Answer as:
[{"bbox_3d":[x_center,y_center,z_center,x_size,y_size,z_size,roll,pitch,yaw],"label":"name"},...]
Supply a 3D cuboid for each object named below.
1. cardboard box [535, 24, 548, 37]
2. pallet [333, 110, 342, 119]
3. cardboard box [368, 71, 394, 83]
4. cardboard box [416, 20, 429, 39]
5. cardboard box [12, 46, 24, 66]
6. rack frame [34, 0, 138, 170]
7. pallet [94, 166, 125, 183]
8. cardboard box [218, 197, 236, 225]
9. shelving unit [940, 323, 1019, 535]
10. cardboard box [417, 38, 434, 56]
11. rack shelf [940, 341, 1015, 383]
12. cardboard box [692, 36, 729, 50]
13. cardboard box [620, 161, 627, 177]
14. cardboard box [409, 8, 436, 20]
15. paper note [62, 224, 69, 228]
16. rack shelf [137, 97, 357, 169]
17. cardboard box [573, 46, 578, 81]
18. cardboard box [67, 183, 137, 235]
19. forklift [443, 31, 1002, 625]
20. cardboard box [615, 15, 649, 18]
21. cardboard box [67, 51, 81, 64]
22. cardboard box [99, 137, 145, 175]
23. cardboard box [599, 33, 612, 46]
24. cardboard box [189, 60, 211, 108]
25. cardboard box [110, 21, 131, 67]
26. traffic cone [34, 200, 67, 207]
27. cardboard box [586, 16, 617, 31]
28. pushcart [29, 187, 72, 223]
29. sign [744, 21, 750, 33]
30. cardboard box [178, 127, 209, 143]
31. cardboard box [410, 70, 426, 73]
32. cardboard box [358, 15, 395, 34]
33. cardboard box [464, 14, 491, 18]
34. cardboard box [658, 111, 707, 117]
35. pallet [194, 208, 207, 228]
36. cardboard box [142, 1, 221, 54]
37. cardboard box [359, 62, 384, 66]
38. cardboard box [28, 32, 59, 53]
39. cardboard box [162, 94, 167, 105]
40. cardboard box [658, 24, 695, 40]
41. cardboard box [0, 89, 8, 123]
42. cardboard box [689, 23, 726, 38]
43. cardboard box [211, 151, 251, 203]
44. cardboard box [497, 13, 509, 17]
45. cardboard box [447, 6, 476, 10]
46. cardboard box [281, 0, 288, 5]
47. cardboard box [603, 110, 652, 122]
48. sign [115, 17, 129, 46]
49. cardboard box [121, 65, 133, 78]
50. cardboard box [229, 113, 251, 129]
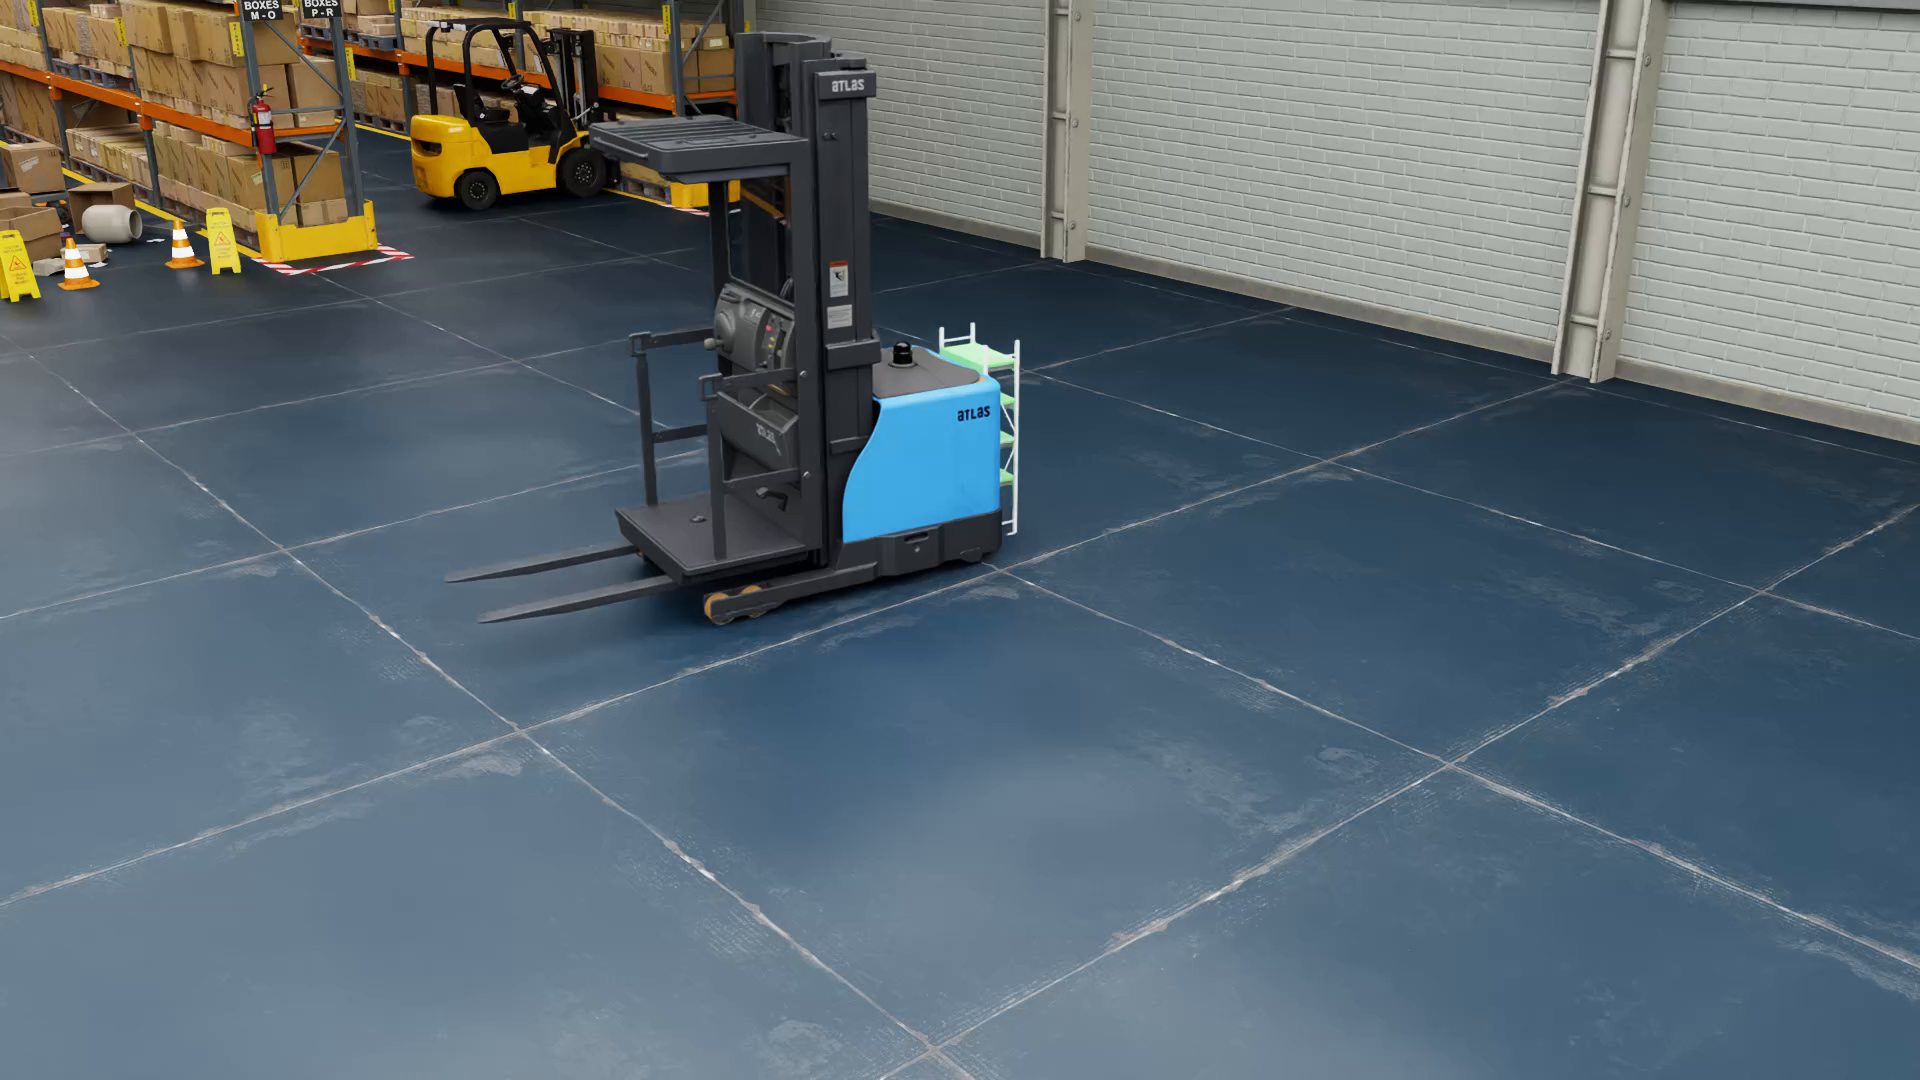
[{"bbox_3d":[-5.481,-6.867,22.377,0.380,0.149,0.250,-17,27,-36],"label":"cardboard box"},{"bbox_3d":[-10.322,-7.436,28.681,1.003,0.211,1.213,-17,27,-37],"label":"pallet"},{"bbox_3d":[-9.426,-7.559,27.133,0.380,0.149,0.250,-18,28,-38],"label":"cardboard box"},{"bbox_3d":[-7.840,-7.689,25.022,0.500,0.250,0.500,-16,27,-36],"label":"cardboard box"},{"bbox_3d":[-13.217,-6.951,23.824,0.500,0.250,0.500,-18,28,-38],"label":"cardboard box"},{"bbox_3d":[-12.029,-6.663,22.882,1.000,3.000,0.127,-17,27,-37],"label":"rack frame"},{"bbox_3d":[-10.727,-4.811,21.978,1.003,0.211,1.213,-17,27,-37],"label":"pallet"},{"bbox_3d":[-7.870,-3.672,18.441,0.500,0.250,0.500,-17,27,-37],"label":"cardboard box"},{"bbox_3d":[0.112,-0.654,10.010,0.258,1.200,0.503,-13,25,-29],"label":"shelving unit"},{"bbox_3d":[-7.842,-7.455,25.110,0.500,0.250,0.500,-18,28,-39],"label":"cardboard box"},{"bbox_3d":[0.112,-1.042,9.858,0.258,0.148,0.480,-13,25,-29],"label":"rack shelf"},{"bbox_3d":[-3.073,-6.139,20.519,0.380,0.149,0.250,-18,28,-39],"label":"cardboard box"},{"bbox_3d":[-4.232,-4.885,21.538,0.500,0.250,0.500,-17,27,-37],"label":"cardboard box"},{"bbox_3d":[-8.110,-7.962,25.174,0.380,0.149,0.250,-17,27,-36],"label":"cardboard box"},{"bbox_3d":[-10.364,-3.623,19.191,0.148,0.019,0.142,-17,27,-37],"label":"paper note"},{"bbox_3d":[-8.112,-4.670,18.781,1.077,0.370,4.000,-17,27,-37],"label":"rack shelf"},{"bbox_3d":[-4.884,-6.322,21.876,0.500,0.500,0.500,-18,28,-38],"label":"cardboard box"},{"bbox_3d":[-9.749,-3.775,18.933,0.500,0.500,0.500,0,21,-1],"label":"cardboard box"},{"bbox_3d":[-1.285,-1.133,8.859,3.031,2.935,1.130,-12,25,-29],"label":"forklift"},{"bbox_3d":[-4.269,-6.772,21.727,0.380,0.149,0.250,-16,27,-36],"label":"cardboard box"},{"bbox_3d":[-11.491,-6.354,21.862,0.380,0.149,0.250,-17,27,-37],"label":"cardboard box"},{"bbox_3d":[-10.689,-5.063,21.826,0.950,0.372,0.625,-16,27,-36],"label":"cardboard box"},{"bbox_3d":[-4.343,-6.361,21.086,0.380,0.149,0.250,-17,27,-37],"label":"cardboard box"},{"bbox_3d":[-8.017,-5.000,18.093,0.500,0.500,0.500,-18,27,-38],"label":"cardboard box"},{"bbox_3d":[-9.893,-6.011,20.098,0.500,0.500,0.500,-18,28,-38],"label":"cardboard box"},{"bbox_3d":[-11.288,-4.386,20.547,0.336,0.463,0.334,-17,27,-37],"label":"traffic cone"},{"bbox_3d":[-4.599,-6.667,21.458,0.380,0.149,0.250,-17,27,-37],"label":"cardboard box"},{"bbox_3d":[-11.112,-3.780,19.118,0.936,0.377,1.648,12,24,27],"label":"pushcart"},{"bbox_3d":[-2.624,-6.206,20.419,0.100,0.325,0.005,-17,27,-37],"label":"sign"},{"bbox_3d":[-8.686,-4.633,18.976,0.380,0.149,0.250,-16,26,-34],"label":"cardboard box"},{"bbox_3d":[-8.858,-7.624,27.298,0.380,0.149,0.250,-19,28,-40],"label":"cardboard box"},{"bbox_3d":[-9.204,-8.186,26.400,0.500,0.250,0.500,-19,28,-40],"label":"cardboard box"},{"bbox_3d":[-6.907,-7.476,23.933,0.380,0.149,0.250,-17,27,-37],"label":"cardboard box"},{"bbox_3d":[-3.548,-5.331,21.305,0.500,0.250,0.500,-17,27,-37],"label":"cardboard box"},{"bbox_3d":[-8.152,-3.745,19.256,1.003,0.211,1.213,-17,27,-37],"label":"pallet"},{"bbox_3d":[-8.670,-5.744,18.619,0.700,0.500,0.500,-18,28,-39],"label":"cardboard box"},{"bbox_3d":[-10.082,-8.115,28.551,0.380,0.149,0.250,-17,27,-37],"label":"cardboard box"},{"bbox_3d":[-12.537,-6.899,23.005,0.500,0.250,0.500,-18,27,-38],"label":"cardboard box"},{"bbox_3d":[-9.054,-5.154,19.374,0.380,0.149,0.250,-18,27,-38],"label":"cardboard box"},{"bbox_3d":[-3.442,-6.171,20.192,0.380,0.149,0.250,-17,27,-37],"label":"cardboard box"},{"bbox_3d":[-14.968,-6.969,26.602,0.875,0.438,0.875,-18,28,-38],"label":"cardboard box"},{"bbox_3d":[-3.106,-6.266,20.434,0.380,0.149,0.250,-18,28,-38],"label":"cardboard box"},{"bbox_3d":[-7.870,-4.020,18.300,0.500,0.500,0.500,-16,27,-36],"label":"cardboard box"},{"bbox_3d":[-6.519,-7.602,24.253,0.380,0.149,0.250,-18,27,-38],"label":"cardboard box"},{"bbox_3d":[-7.649,-8.107,25.542,0.380,0.149,0.250,-17,27,-36],"label":"cardboard box"},{"bbox_3d":[-12.421,-9.870,29.839,0.500,0.500,0.500,-17,27,-36],"label":"cardboard box"},{"bbox_3d":[-4.260,-5.346,21.343,0.500,0.250,0.500,-17,27,-37],"label":"cardboard box"},{"bbox_3d":[-9.836,-5.964,19.509,0.100,0.325,0.005,-17,27,-37],"label":"sign"},{"bbox_3d":[-9.962,-5.713,20.225,0.380,0.149,0.250,-17,27,-37],"label":"cardboard box"},{"bbox_3d":[-7.462,-4.431,17.530,0.380,0.149,0.250,-18,28,-38],"label":"cardboard box"}]
